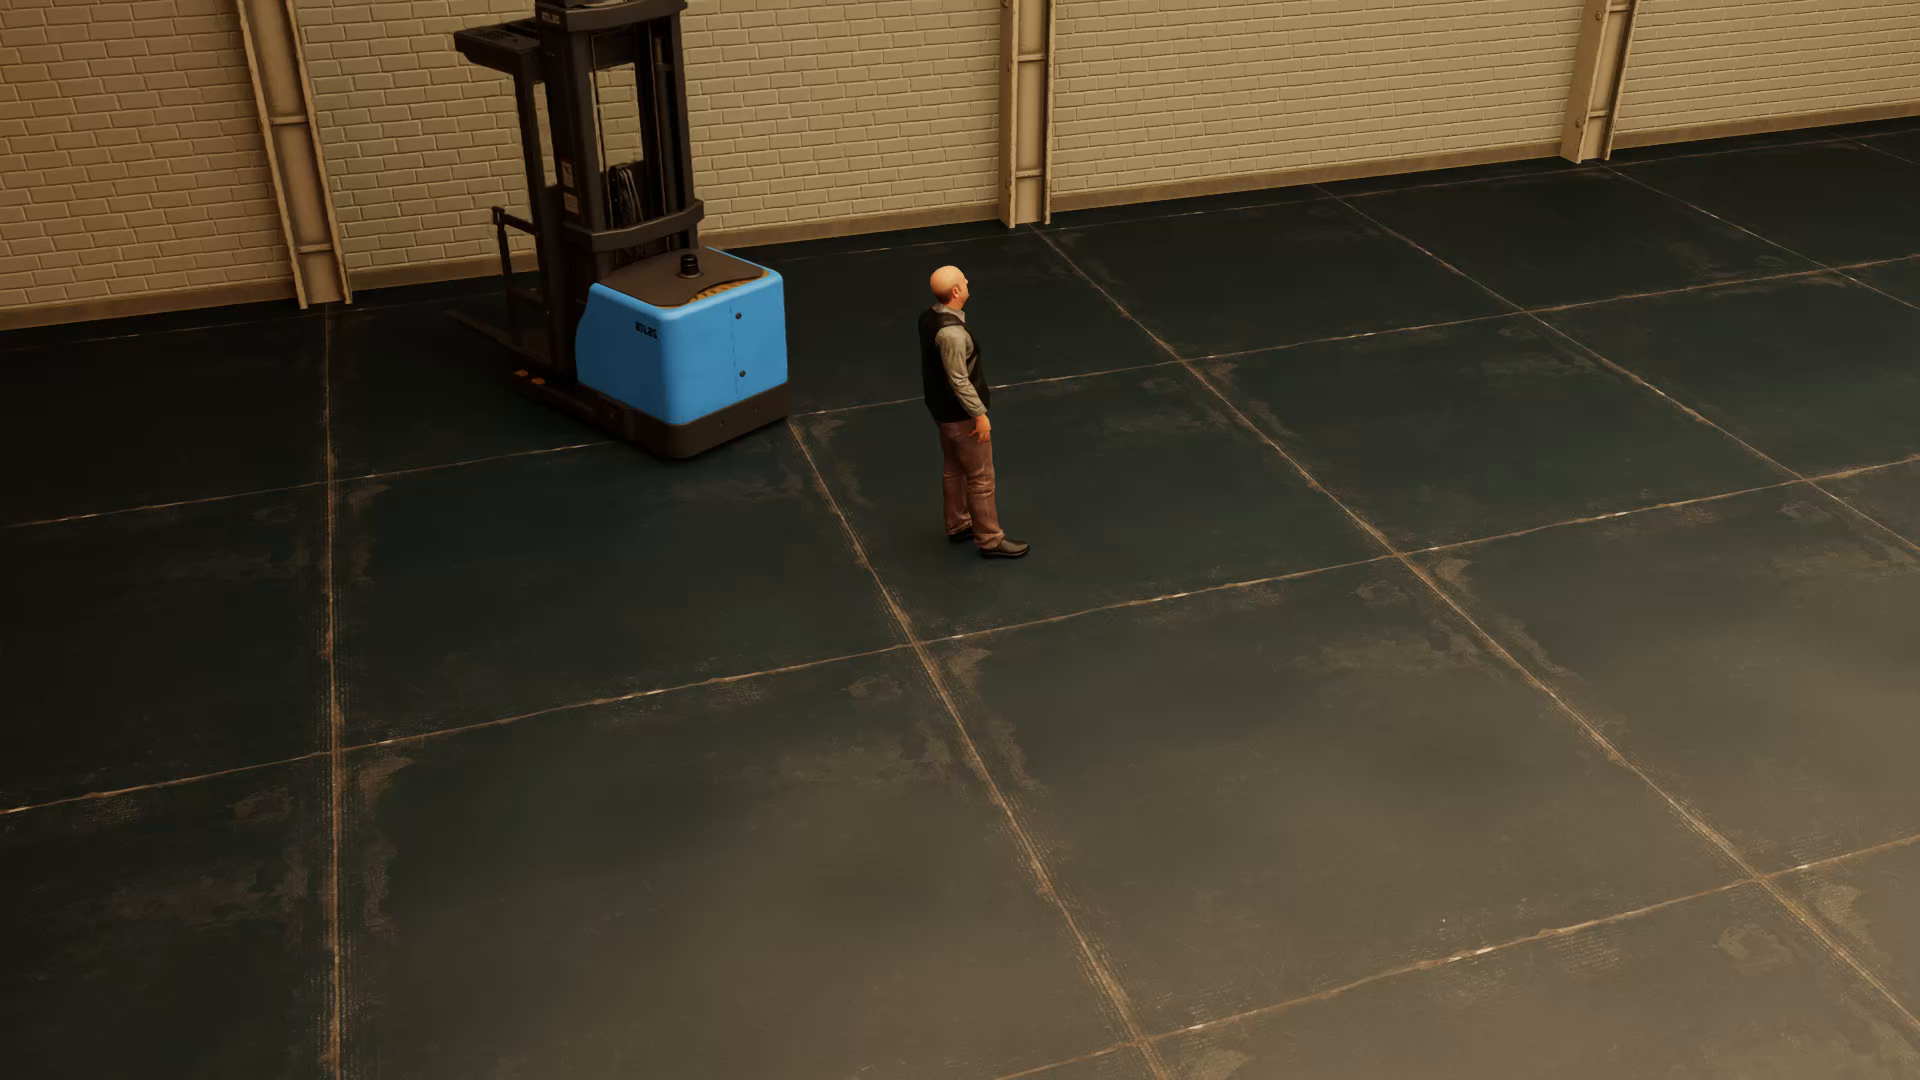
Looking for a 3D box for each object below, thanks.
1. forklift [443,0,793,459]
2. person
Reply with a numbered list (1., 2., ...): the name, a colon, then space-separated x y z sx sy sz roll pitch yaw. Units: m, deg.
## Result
1. forklift: -2.576 -2.418 11.290 3.031 2.935 1.130 25 38 36
2. person: 0.061 -0.758 9.603 0.568 1.720 0.632 -10 31 -16
